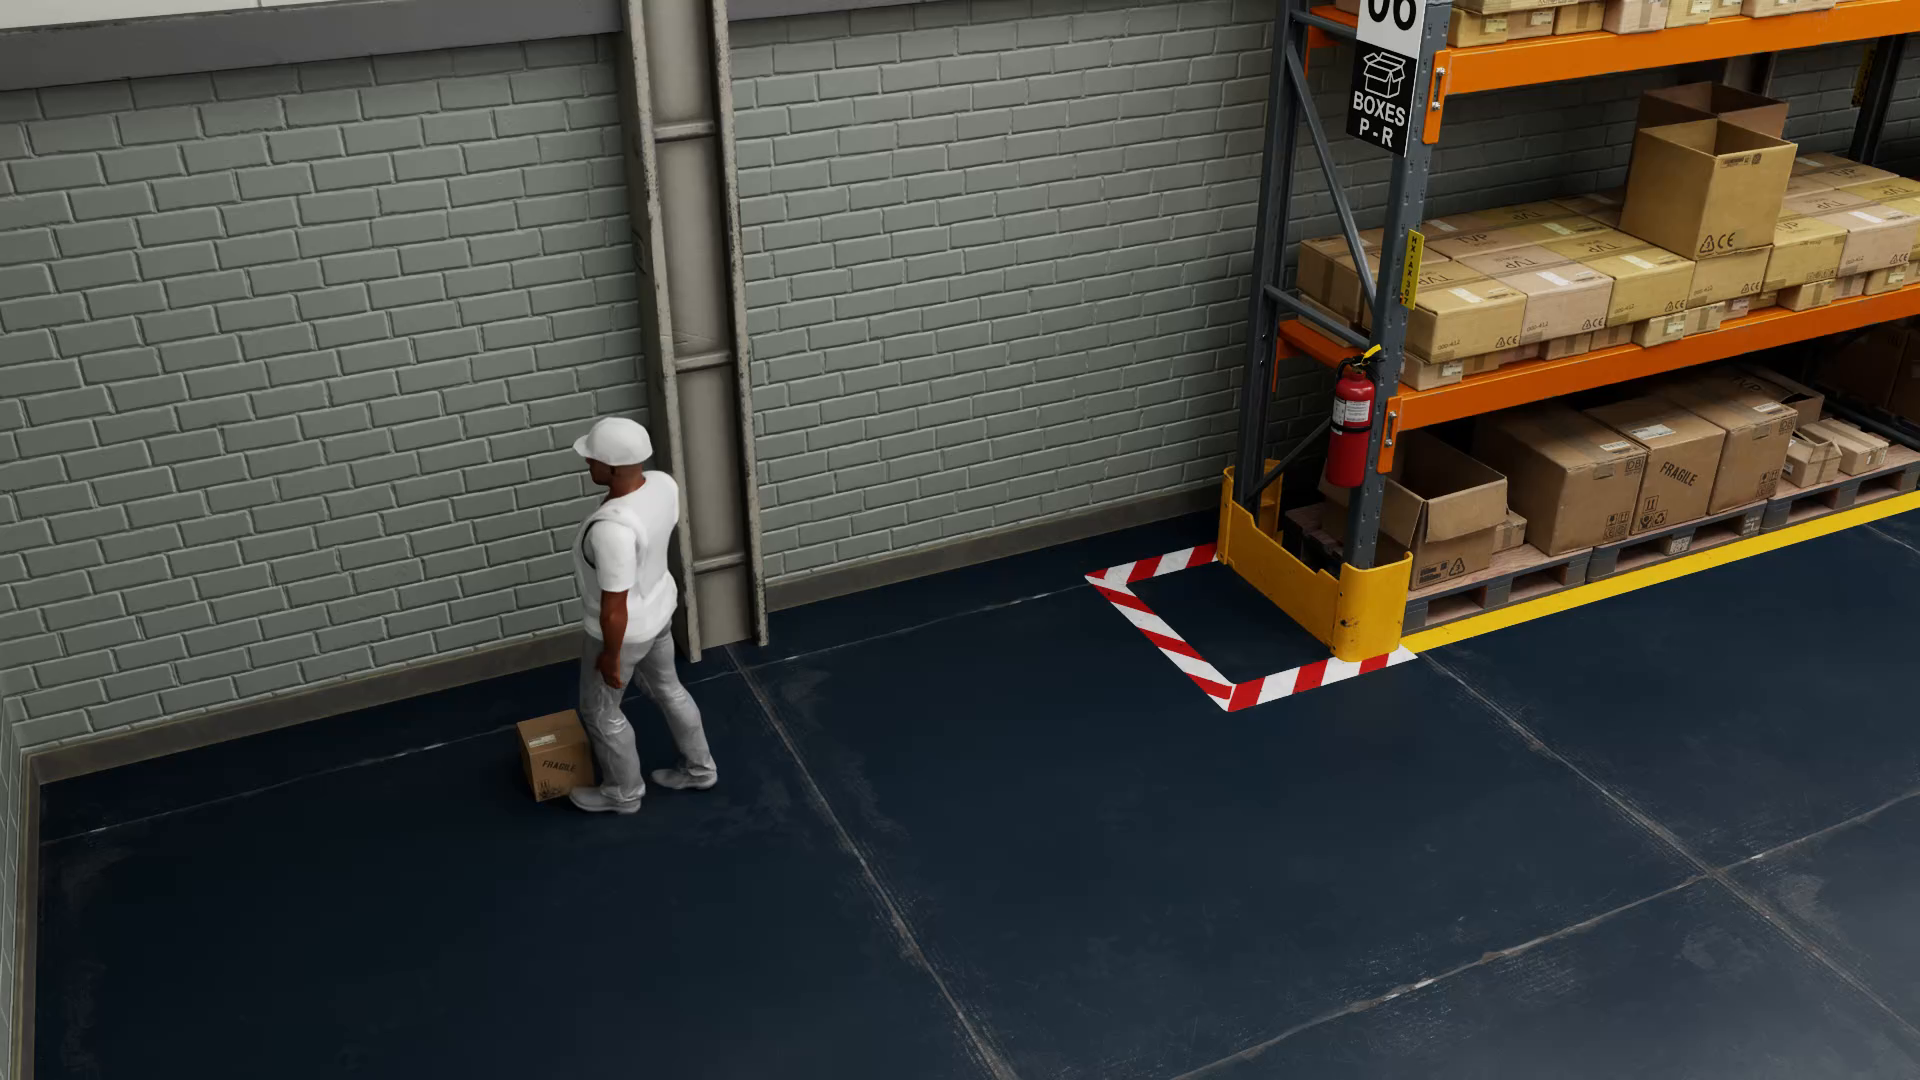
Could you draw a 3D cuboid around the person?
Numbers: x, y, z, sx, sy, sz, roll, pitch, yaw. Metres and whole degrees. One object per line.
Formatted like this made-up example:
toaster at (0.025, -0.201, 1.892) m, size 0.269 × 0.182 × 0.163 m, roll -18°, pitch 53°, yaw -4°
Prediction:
person at (-1.324, 0.318, 6.575) m, size 0.567 × 1.776 × 0.568 m, roll 7°, pitch 30°, yaw 13°
